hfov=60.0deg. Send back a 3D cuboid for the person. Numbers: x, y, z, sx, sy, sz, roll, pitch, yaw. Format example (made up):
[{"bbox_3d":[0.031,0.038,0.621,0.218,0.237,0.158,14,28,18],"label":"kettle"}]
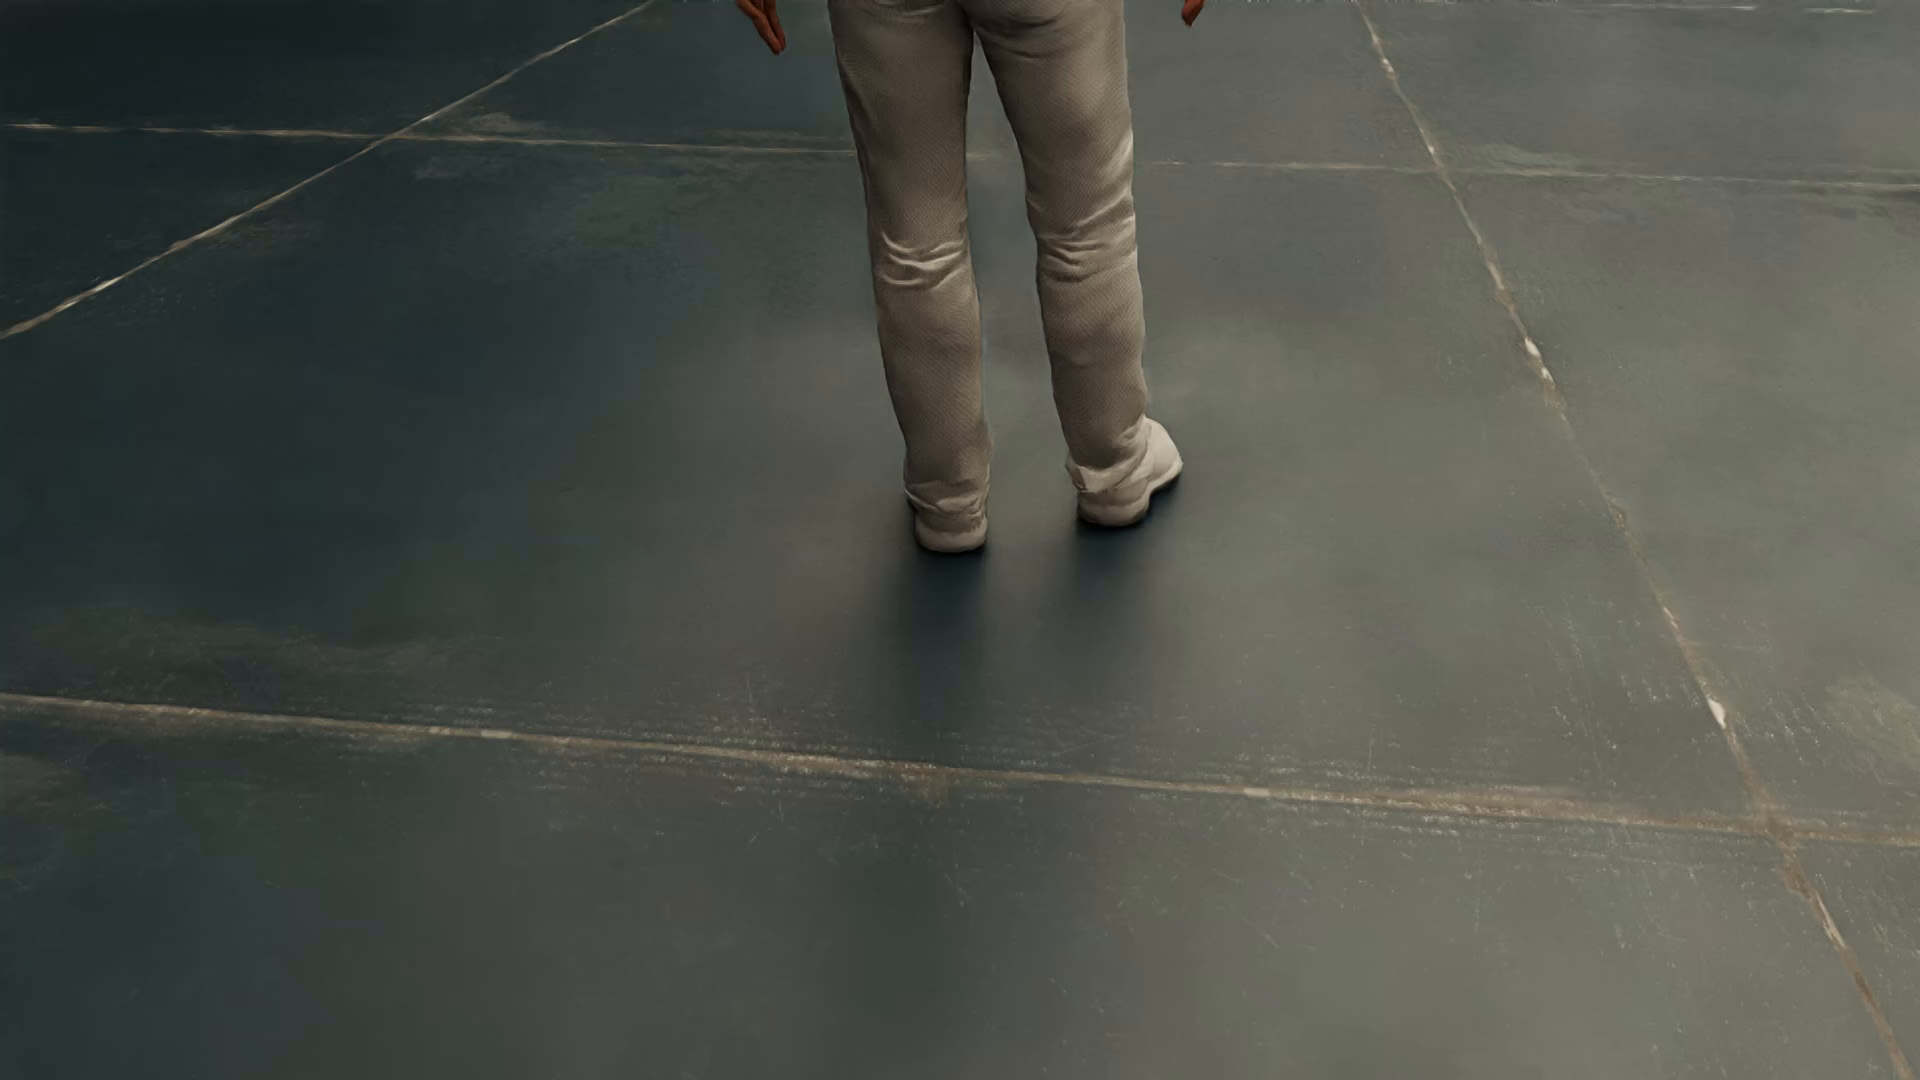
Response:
[{"bbox_3d":[0.015,-0.827,2.164,0.665,1.766,0.576,3,27,7],"label":"person"}]
